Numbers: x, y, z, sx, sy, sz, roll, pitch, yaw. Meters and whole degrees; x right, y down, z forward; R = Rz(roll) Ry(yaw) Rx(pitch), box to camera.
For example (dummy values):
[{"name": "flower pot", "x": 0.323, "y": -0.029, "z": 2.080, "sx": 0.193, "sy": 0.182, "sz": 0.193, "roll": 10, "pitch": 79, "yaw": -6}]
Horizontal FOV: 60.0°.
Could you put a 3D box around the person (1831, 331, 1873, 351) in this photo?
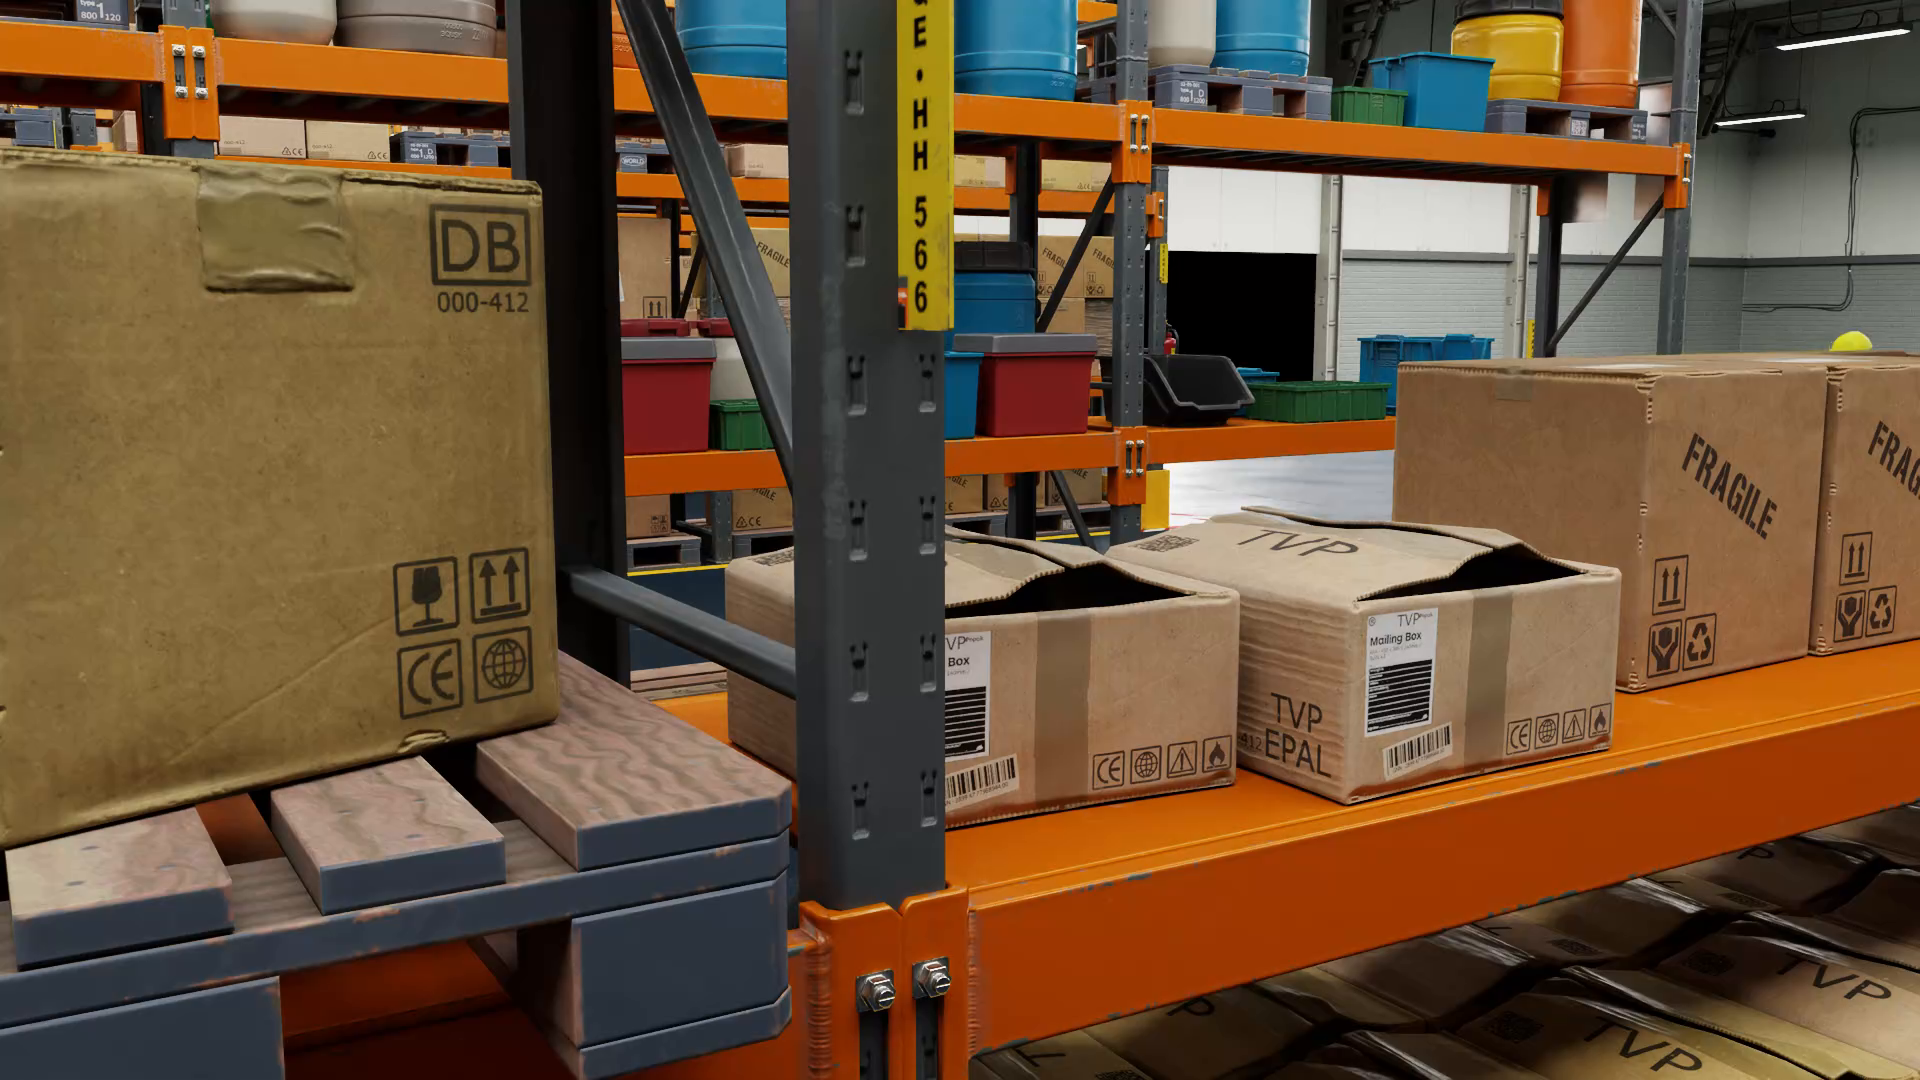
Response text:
[{"name": "person", "x": 4.782, "y": -0.263, "z": 9.085, "sx": 0.881, "sy": 1.744, "sz": 0.603, "roll": -5, "pitch": 9, "yaw": -31}]
